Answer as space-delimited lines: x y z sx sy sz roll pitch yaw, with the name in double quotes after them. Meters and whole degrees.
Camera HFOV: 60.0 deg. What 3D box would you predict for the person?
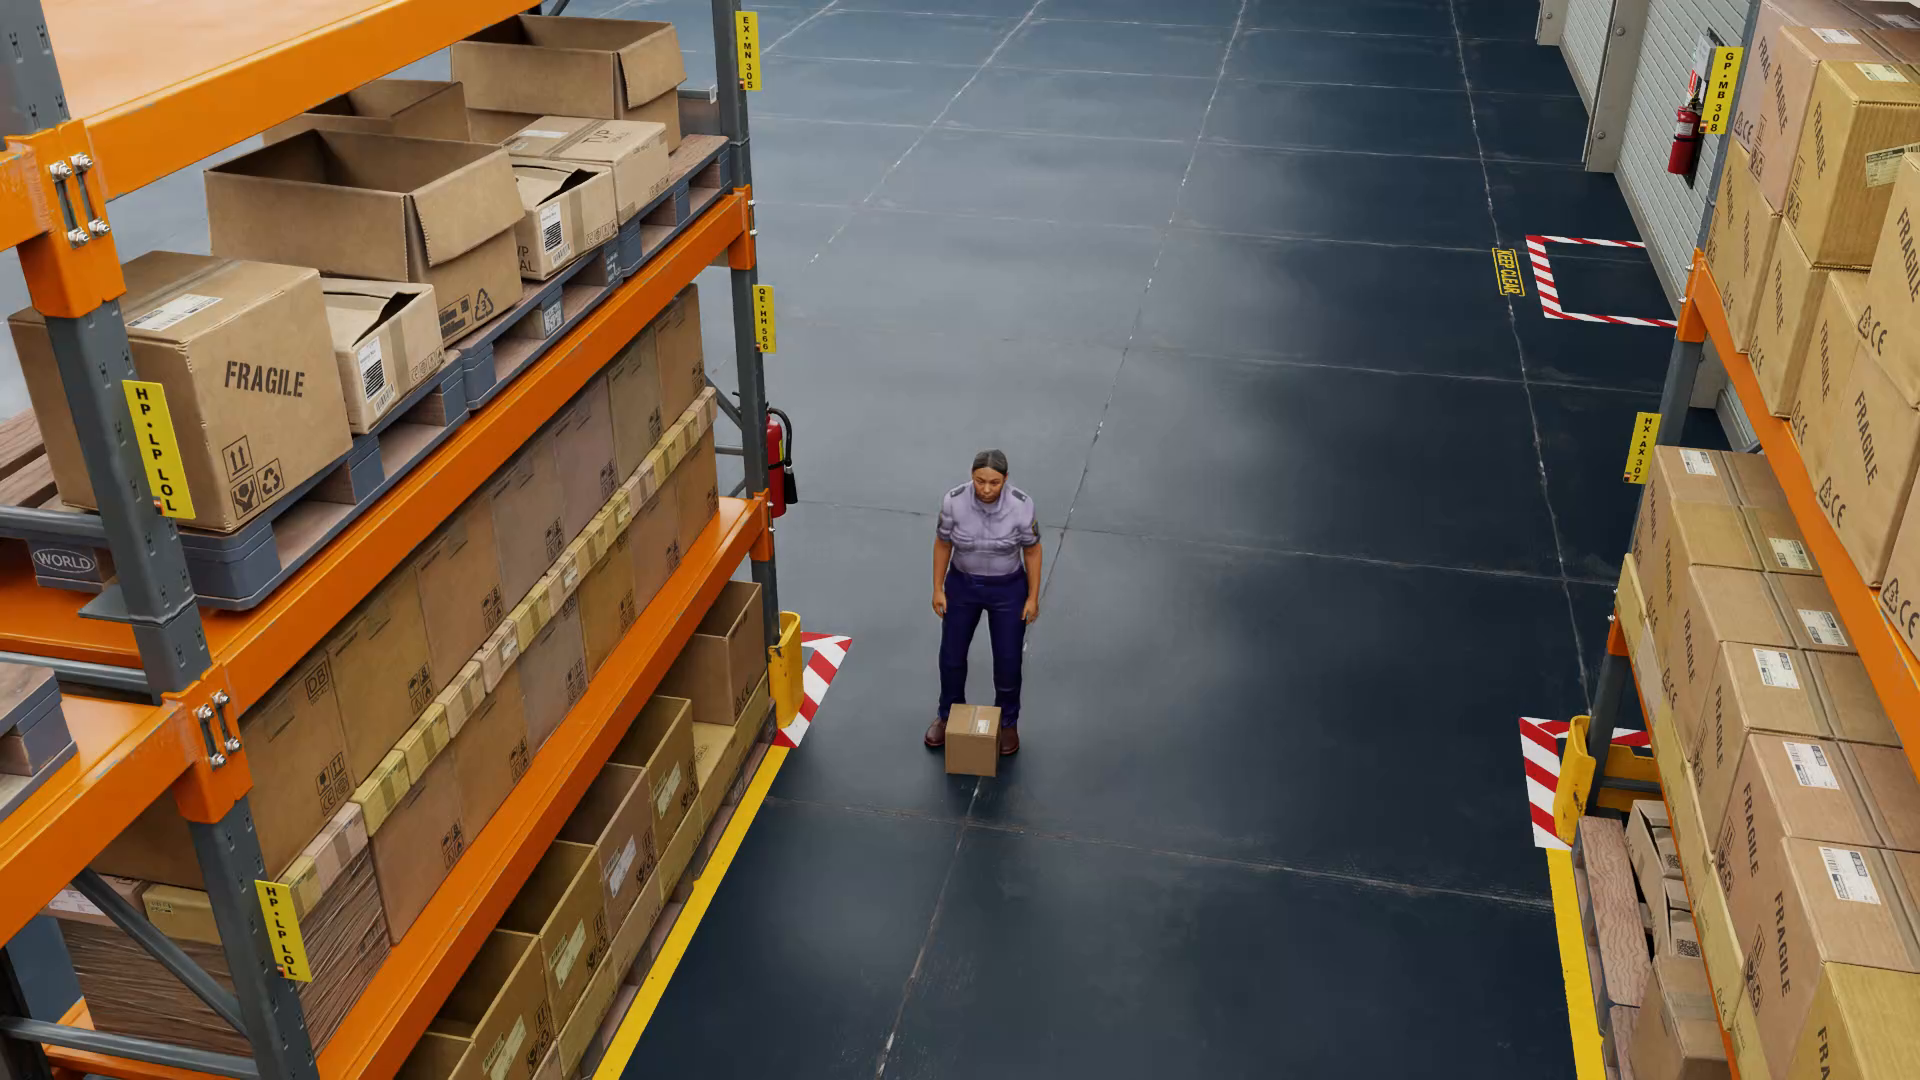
0.112 0.274 8.125 0.564 1.651 0.359 4 29 8 "person"
